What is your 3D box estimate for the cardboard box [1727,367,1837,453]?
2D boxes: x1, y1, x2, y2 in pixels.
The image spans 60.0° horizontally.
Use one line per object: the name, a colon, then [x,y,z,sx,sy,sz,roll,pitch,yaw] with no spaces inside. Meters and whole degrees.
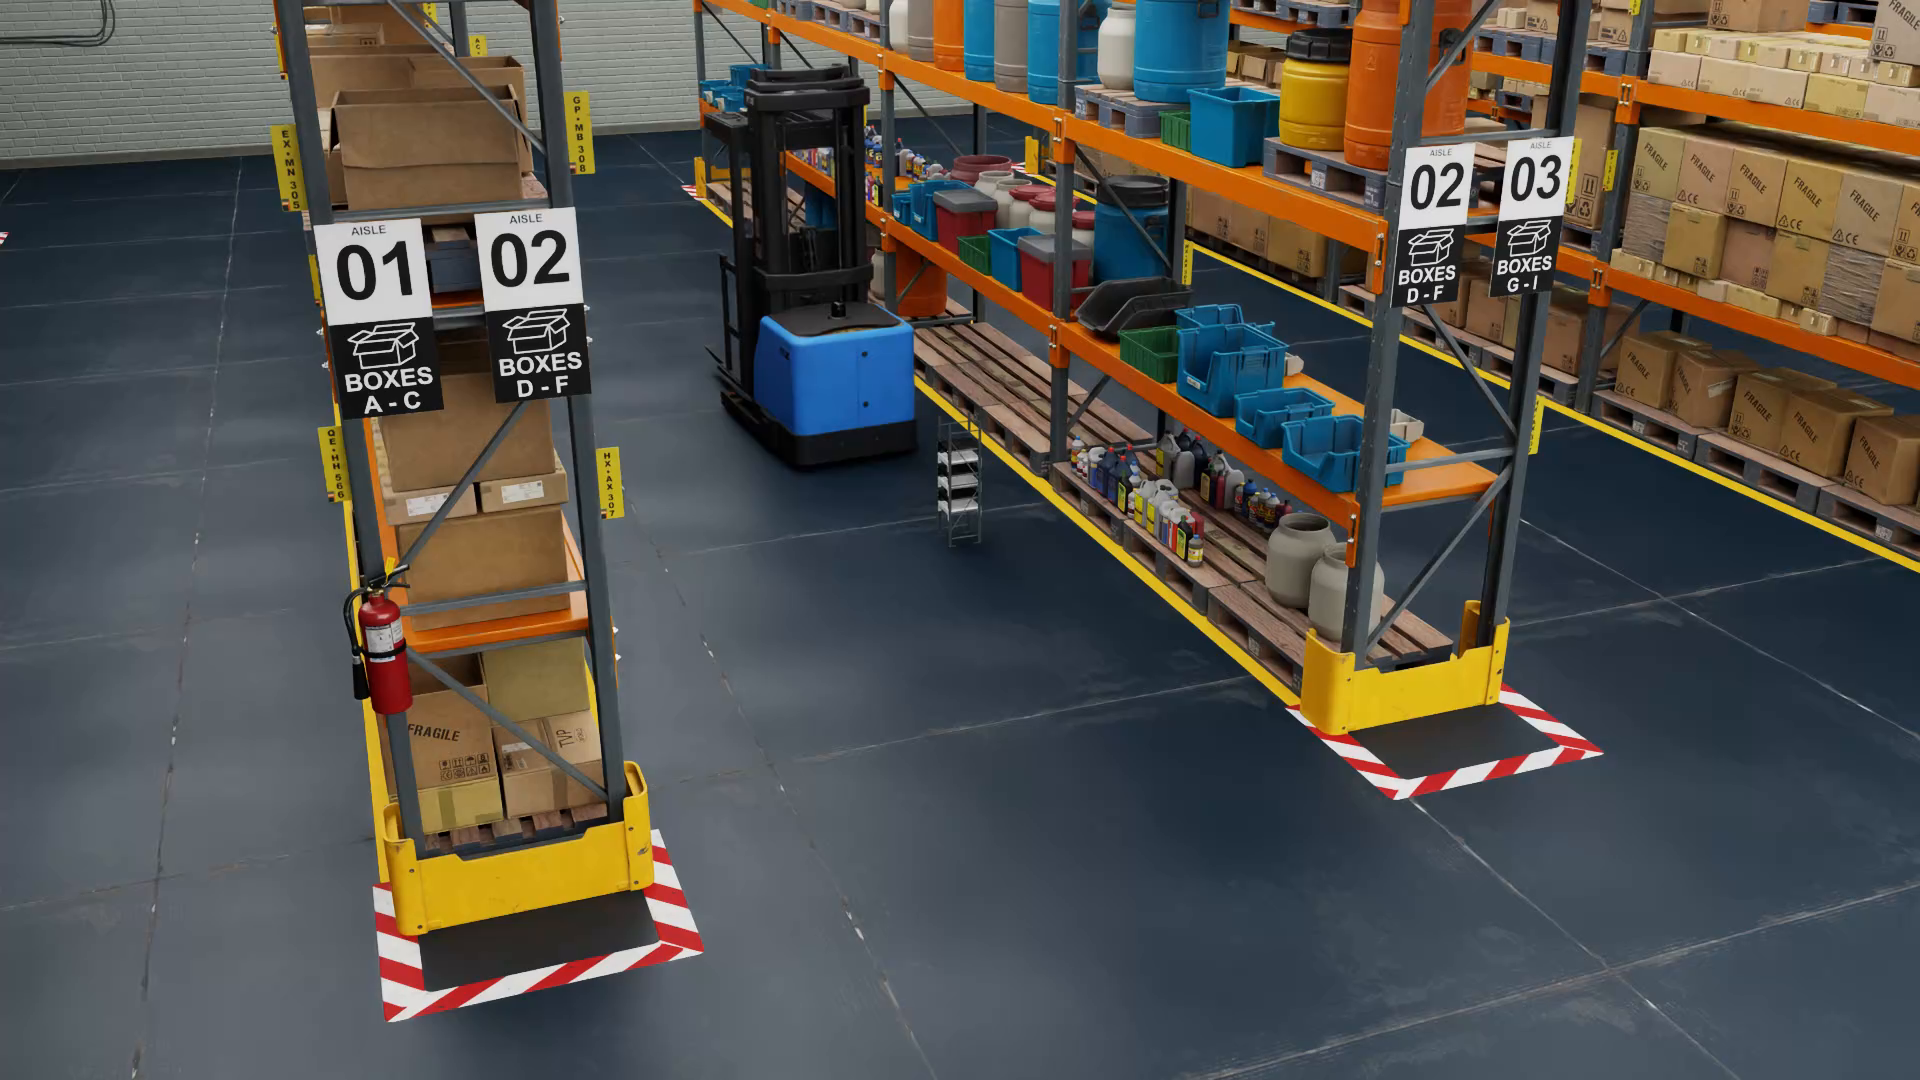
cardboard box: [6.412,-1.018,12.981,0.500,0.500,0.500,-11,25,-24]

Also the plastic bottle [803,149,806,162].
plastic bottle: [-1.667,-4.250,18.228,0.097,0.201,0.097,0,23,0]

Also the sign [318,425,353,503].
sign: [-2.562,-0.311,6.831,0.100,0.325,0.005,-8,24,-19]

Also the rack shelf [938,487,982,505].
rack shelf: [-0.003,-0.304,11.630,0.258,0.077,0.200,-8,24,-19]

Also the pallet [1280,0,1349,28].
pallet: [4.116,-5.524,17.376,1.213,0.211,1.003,-7,24,-17]

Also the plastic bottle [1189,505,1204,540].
plastic bottle: [1.563,-0.085,11.019,0.061,0.283,0.133,-8,24,-19]

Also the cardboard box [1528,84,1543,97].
cardboard box: [7.553,-5.780,21.384,0.380,0.149,0.250,-8,24,-19]

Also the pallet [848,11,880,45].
pallet: [-0.419,-4.910,15.917,1.003,0.211,1.213,-8,24,-19]

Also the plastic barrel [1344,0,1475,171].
plastic barrel: [2.295,-2.349,8.505,0.600,0.830,0.708,-8,24,-19]

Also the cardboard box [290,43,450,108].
cardboard box: [-2.999,-2.263,8.542,0.797,0.503,0.637,-6,24,-13]

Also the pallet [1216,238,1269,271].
pallet: [3.758,-3.457,19.680,1.003,0.211,1.213,-8,24,-19]

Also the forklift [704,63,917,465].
forklift: [-1.422,-2.471,13.838,1.130,2.935,3.031,-10,25,-23]

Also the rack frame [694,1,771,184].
rack frame: [-3.067,-6.230,22.669,1.000,3.000,0.127,-8,24,-19]

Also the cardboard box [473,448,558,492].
cardboard box: [-2.083,-0.351,7.756,0.380,0.149,0.250,-9,24,-20]

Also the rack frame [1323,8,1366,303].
rack frame: [4.393,-4.003,17.384,1.000,3.000,0.127,-8,24,-19]

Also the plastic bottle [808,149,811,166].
plastic bottle: [-1.609,-4.208,18.022,0.061,0.283,0.133,-8,24,-19]

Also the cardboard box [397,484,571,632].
cardboard box: [-2.203,0.045,7.653,0.700,0.500,0.500,-8,24,-19]

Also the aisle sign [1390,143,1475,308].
aisle sign: [2.333,-1.547,8.212,0.394,0.787,0.004,-8,24,-19]

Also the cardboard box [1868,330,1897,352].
cardboard box: [6.578,-1.419,11.579,0.380,0.149,0.250,-8,24,-19]

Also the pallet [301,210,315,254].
pallet: [-5.181,-2.793,14.761,1.213,0.211,1.003,-8,24,-19]

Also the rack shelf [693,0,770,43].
rack shelf: [-2.360,-6.554,20.502,1.077,0.370,4.000,-8,24,-19]

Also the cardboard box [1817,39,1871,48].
cardboard box: [6.514,-3.578,12.195,0.380,0.149,0.250,-7,24,-17]

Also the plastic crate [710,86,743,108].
plastic crate: [-3.055,-5.806,21.802,0.416,0.233,0.300,-8,24,-19]

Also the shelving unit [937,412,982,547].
shelving unit: [-0.003,-0.418,11.582,0.258,0.900,0.210,-8,24,-19]

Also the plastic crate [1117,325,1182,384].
plastic crate: [1.388,-1.240,11.103,0.450,0.188,0.662,-8,24,-19]

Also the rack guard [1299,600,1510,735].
rack guard: [2.515,0.715,9.411,1.175,0.500,0.348,-8,24,-19]

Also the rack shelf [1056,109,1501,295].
rack shelf: [1.879,-2.194,10.157,1.077,0.370,4.000,-8,24,-19]

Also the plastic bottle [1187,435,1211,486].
plastic bottle: [1.738,-0.587,12.126,0.144,0.351,0.185,-10,25,-22]

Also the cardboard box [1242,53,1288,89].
cardboard box: [3.679,-5.259,18.944,0.797,0.503,0.637,-8,24,-17]

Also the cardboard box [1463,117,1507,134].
cardboard box: [4.912,-3.862,16.382,0.700,0.500,0.500,-5,23,-11]

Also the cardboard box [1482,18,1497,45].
cardboard box: [4.693,-4.738,15.460,0.500,0.250,0.500,-8,24,-18]

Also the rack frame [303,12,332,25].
rack frame: [-4.876,-5.409,12.998,1.000,3.000,0.127,-8,24,-19]

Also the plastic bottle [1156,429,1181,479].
plastic bottle: [1.535,-0.637,12.244,0.144,0.351,0.185,-8,24,-19]

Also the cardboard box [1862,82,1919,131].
cardboard box: [6.459,-2.918,11.141,0.500,0.250,0.500,-8,24,-18]

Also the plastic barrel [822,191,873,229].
plastic barrel: [-1.227,-3.546,18.461,0.600,0.901,0.708,-8,24,-19]

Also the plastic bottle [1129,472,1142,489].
plastic bottle: [1.223,-0.348,11.660,0.097,0.271,0.097,0,23,0]

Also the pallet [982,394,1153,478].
pallet: [0.859,-0.865,13.530,1.003,0.211,1.213,-8,24,-19]

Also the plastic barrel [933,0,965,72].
plastic barrel: [0.078,-4.337,13.763,0.600,0.830,0.708,-8,24,-19]

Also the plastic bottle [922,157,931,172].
plastic bottle: [-0.341,-3.778,17.001,0.061,0.283,0.133,-8,24,-19]

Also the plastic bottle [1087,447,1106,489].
plastic bottle: [1.015,-0.528,12.080,0.152,0.276,0.135,-7,24,-17]

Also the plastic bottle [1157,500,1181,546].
plastic bottle: [1.414,-0.117,11.105,0.152,0.276,0.135,-9,24,-20]

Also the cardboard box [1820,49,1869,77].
cardboard box: [6.252,-3.328,11.602,0.380,0.149,0.250,-8,24,-18]

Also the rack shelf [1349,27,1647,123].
rack shelf: [5.100,-4.327,15.217,1.077,0.370,4.000,-8,24,-19]

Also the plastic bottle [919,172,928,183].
plastic bottle: [-0.364,-3.577,16.631,0.097,0.201,0.097,0,23,0]

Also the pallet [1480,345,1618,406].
pallet: [5.530,-1.547,15.148,1.003,0.211,1.213,-8,24,-19]

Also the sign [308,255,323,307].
sign: [-3.967,-1.610,10.320,0.100,0.325,0.005,-8,24,-19]

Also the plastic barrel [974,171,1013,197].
plastic barrel: [0.323,-3.030,14.933,0.421,0.512,0.421,0,23,0]

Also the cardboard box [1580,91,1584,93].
cardboard box: [7.833,-5.632,20.651,0.380,0.149,0.250,-9,24,-20]

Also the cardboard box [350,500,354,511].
cardboard box: [-3.408,-0.071,10.091,0.500,0.500,0.500,-8,24,-19]

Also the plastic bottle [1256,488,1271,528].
plastic bottle: [2.080,-0.224,11.366,0.097,0.271,0.097,0,23,0]

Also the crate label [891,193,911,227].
crate label: [-0.442,-3.041,15.319,0.303,0.233,0.416,-8,24,-19]

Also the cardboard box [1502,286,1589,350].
cardboard box: [5.459,-2.002,15.290,0.700,0.500,0.500,-8,24,-19]

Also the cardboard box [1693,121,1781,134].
cardboard box: [6.223,-3.067,13.366,0.500,0.500,0.500,-8,24,-19]

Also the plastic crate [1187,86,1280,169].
plastic crate: [1.630,-2.443,9.842,0.392,0.384,0.575,-8,24,-19]

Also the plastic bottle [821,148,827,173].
plastic bottle: [-1.422,-4.030,17.615,0.097,0.271,0.097,0,23,0]

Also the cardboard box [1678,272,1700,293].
cardboard box: [5.888,-2.045,13.063,0.380,0.149,0.250,-8,24,-19]

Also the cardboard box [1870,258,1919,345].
cardboard box: [6.762,-1.648,11.286,0.875,0.500,0.500,-8,24,-19]
